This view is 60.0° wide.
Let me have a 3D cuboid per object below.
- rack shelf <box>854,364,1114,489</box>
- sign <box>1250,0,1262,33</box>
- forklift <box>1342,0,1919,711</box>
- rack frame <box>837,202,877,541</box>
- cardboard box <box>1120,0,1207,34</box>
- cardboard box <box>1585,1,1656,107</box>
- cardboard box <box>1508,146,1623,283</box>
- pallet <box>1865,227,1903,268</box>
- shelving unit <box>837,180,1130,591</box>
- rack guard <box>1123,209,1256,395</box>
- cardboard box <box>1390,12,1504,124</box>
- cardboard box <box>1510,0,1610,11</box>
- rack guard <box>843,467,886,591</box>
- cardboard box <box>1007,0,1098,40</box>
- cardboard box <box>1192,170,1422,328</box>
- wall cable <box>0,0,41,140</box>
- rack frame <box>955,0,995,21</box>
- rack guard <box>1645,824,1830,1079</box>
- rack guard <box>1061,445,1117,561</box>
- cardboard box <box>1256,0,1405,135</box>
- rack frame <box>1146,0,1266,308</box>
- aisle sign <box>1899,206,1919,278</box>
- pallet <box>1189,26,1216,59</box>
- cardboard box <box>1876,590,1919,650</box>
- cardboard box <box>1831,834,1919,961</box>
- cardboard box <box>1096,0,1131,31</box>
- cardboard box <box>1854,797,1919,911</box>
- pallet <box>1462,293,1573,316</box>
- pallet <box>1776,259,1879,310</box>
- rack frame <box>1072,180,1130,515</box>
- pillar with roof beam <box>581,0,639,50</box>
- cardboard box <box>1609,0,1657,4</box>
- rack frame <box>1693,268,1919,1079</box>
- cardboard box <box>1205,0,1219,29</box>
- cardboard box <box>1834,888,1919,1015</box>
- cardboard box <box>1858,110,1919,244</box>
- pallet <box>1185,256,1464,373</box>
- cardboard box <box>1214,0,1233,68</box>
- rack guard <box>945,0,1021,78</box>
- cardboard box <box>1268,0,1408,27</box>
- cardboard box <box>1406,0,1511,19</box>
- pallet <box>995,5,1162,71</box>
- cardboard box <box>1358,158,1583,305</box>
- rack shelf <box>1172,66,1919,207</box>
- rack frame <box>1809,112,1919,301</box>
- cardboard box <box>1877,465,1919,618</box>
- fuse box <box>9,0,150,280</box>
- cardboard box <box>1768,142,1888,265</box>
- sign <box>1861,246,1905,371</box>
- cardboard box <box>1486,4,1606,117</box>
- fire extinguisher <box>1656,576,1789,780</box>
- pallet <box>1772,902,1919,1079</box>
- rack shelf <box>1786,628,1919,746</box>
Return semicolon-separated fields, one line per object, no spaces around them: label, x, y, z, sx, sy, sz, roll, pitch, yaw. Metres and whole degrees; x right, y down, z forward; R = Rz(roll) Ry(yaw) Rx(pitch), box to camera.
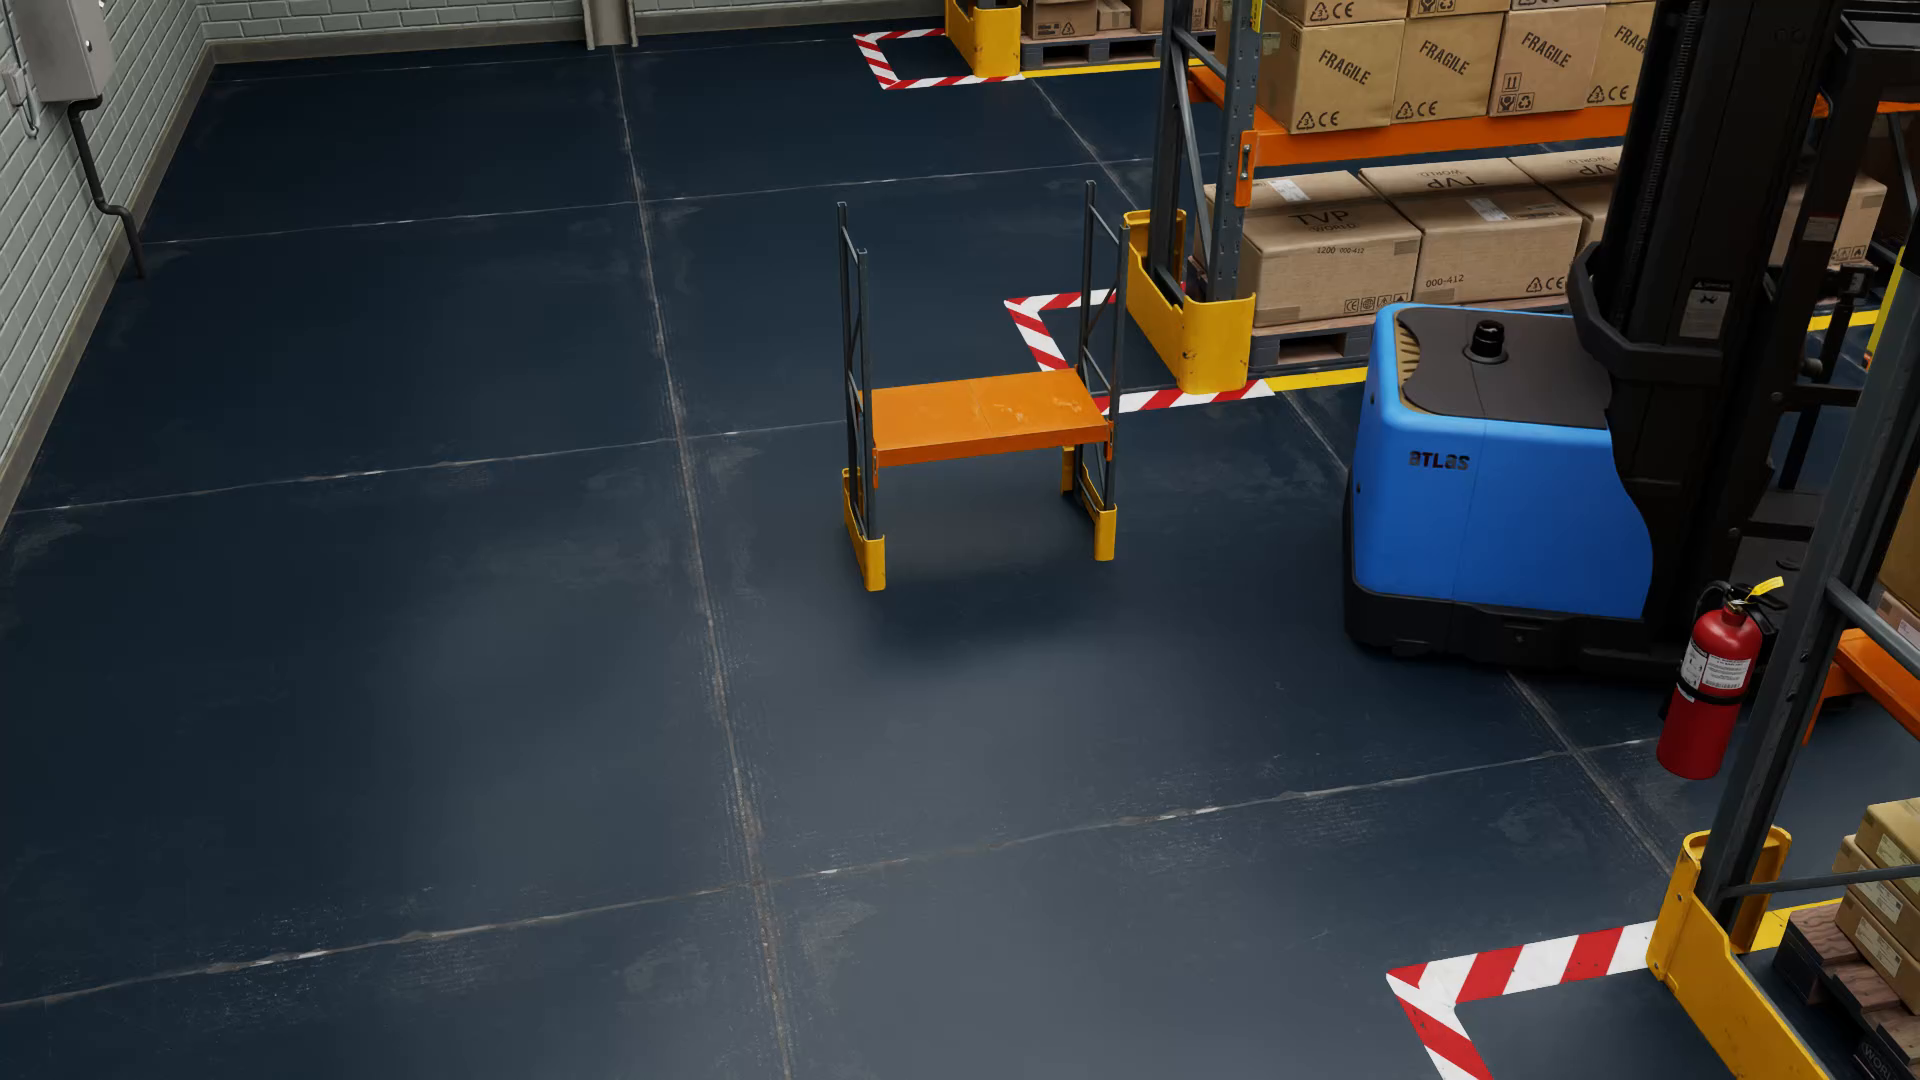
rack shelf;0.083;-0.484;6.948;1.000;0.185;0.538;-7;35;-11
sign;1.305;-2.397;7.282;0.005;0.325;0.100;-7;35;-11
forklift;3.093;-0.893;5.950;3.031;2.935;1.130;6;34;9
rack frame;-0.413;-0.571;6.755;0.032;1.500;0.500;-7;35;-11
cardboard box;1.550;-4.248;12.755;0.500;0.500;0.700;-6;34;-9
cardboard box;3.192;-2.452;8.123;0.500;0.500;0.500;-6;34;-9
cardboard box;3.581;-1.780;9.133;0.875;0.438;0.875;-8;35;-12
pallet;5.826;-1.777;9.708;1.213;0.211;1.003;-7;35;-11
shelving unit;0.074;-0.632;6.846;1.083;1.500;0.587;-7;35;-11
rack guard;1.165;-1.266;8.688;0.348;0.500;1.175;-7;35;-11
cardboard box;2.207;-2.329;7.939;0.500;0.500;0.500;-8;35;-11
cardboard box;2.722;-2.803;7.748;0.500;0.500;0.500;-7;35;-11
rack guard;-0.411;-0.052;7.103;0.087;0.250;0.587;-7;35;-11
cardboard box;0.708;-4.166;12.629;0.637;0.503;0.797;-9;35;-12
cardboard box;1.810;-1.553;8.795;0.875;0.438;0.875;-8;35;-12
wall cable;-4.630;-2.792;7.808;0.122;1.984;0.588;-7;35;-11
rack frame;0.090;-5.004;12.015;0.127;3.000;1.000;-7;35;-11
rack guard;2.453;1.399;4.716;0.348;0.500;1.175;-7;35;-11
rack guard;0.560;-0.174;7.286;0.087;0.250;0.587;-7;35;-11
cardboard box;1.720;-2.252;7.824;0.500;0.500;0.500;-7;35;-11
rack frame;1.189;-2.307;7.996;0.127;3.000;1.000;-7;35;-11
aisle sign;2.242;-0.863;3.511;0.004;0.787;0.394;-7;35;-11
pallet;2.129;-4.102;13.174;1.213;0.211;1.003;-7;35;-11
cardboard box;2.635;0.281;4.364;0.250;0.149;0.380;-7;35;-10
cardboard box;2.831;1.037;4.928;0.250;0.149;0.380;-8;35;-12
cardboard box;1.131;-4.050;12.774;0.250;0.149;0.380;-9;35;-12
cardboard box;2.840;0.930;4.819;0.250;0.149;0.380;-7;34;-10
pallet;3.139;-1.438;9.203;1.213;0.211;1.003;-7;35;-11
pallet;4.331;-1.590;9.430;1.213;0.211;1.003;-7;35;-11
rack frame;0.579;-0.696;6.941;0.032;1.500;0.500;-7;35;-11
pillar with roof beam;-1.789;-5.314;7.093;0.400;9.000;9.100;-7;35;-11
cardboard box;3.209;-2.865;7.840;0.500;0.500;0.500;-7;35;-10
rack frame;2.379;0.371;4.005;0.127;3.000;1.000;-7;35;-11
cardboard box;2.088;-4.259;12.771;0.500;0.500;0.500;-7;34;-10
cardboard box;2.847;1.202;4.948;0.250;0.149;0.380;-7;34;-10
cardboard box;5.677;-2.211;9.382;0.875;0.875;0.875;-6;34;-9
pallet;1.951;-1.290;8.983;1.213;0.211;1.003;-7;35;-11
cardboard box;1.601;-2.552;8.271;0.500;0.500;0.500;-7;34;-10
rack guard;0.164;-3.976;12.726;0.348;0.500;1.175;-7;35;-11
cardboard box;1.720;-2.668;7.547;0.500;0.500;0.500;-8;35;-12
cardboard box;2.222;-2.735;7.647;0.500;0.500;0.500;-8;35;-12
pallet;0.942;-3.954;12.953;1.213;0.211;1.003;-7;35;-11
cardboard box;2.701;-1.670;8.969;0.875;0.438;0.875;-6;34;-9
rack shelf;3.139;-2.254;8.563;4.000;0.370;1.077;-7;35;-11
rack frame;5.090;-2.799;8.729;0.127;3.000;1.000;-7;35;-11
cardboard box;2.761;0.011;4.185;0.500;0.500;0.500;-6;34;-10
fuse box;-4.627;-2.226;9.031;0.414;1.711;0.539;-7;35;-11
cardboard box;4.454;-1.890;9.298;0.875;0.438;0.875;-8;35;-11
sign;2.276;-0.545;4.048;0.005;0.325;0.100;-7;35;-11
cardboard box;2.708;-2.382;8.017;0.500;0.500;0.500;-7;35;-11
fire extinguisher;2.032;0.338;4.459;0.183;0.674;0.296;-7;35;-11
pallet;3.254;1.439;4.917;1.213;0.211;1.003;-7;35;-11
rack shelf;4.330;0.424;4.572;4.000;0.370;1.077;-7;35;-11
